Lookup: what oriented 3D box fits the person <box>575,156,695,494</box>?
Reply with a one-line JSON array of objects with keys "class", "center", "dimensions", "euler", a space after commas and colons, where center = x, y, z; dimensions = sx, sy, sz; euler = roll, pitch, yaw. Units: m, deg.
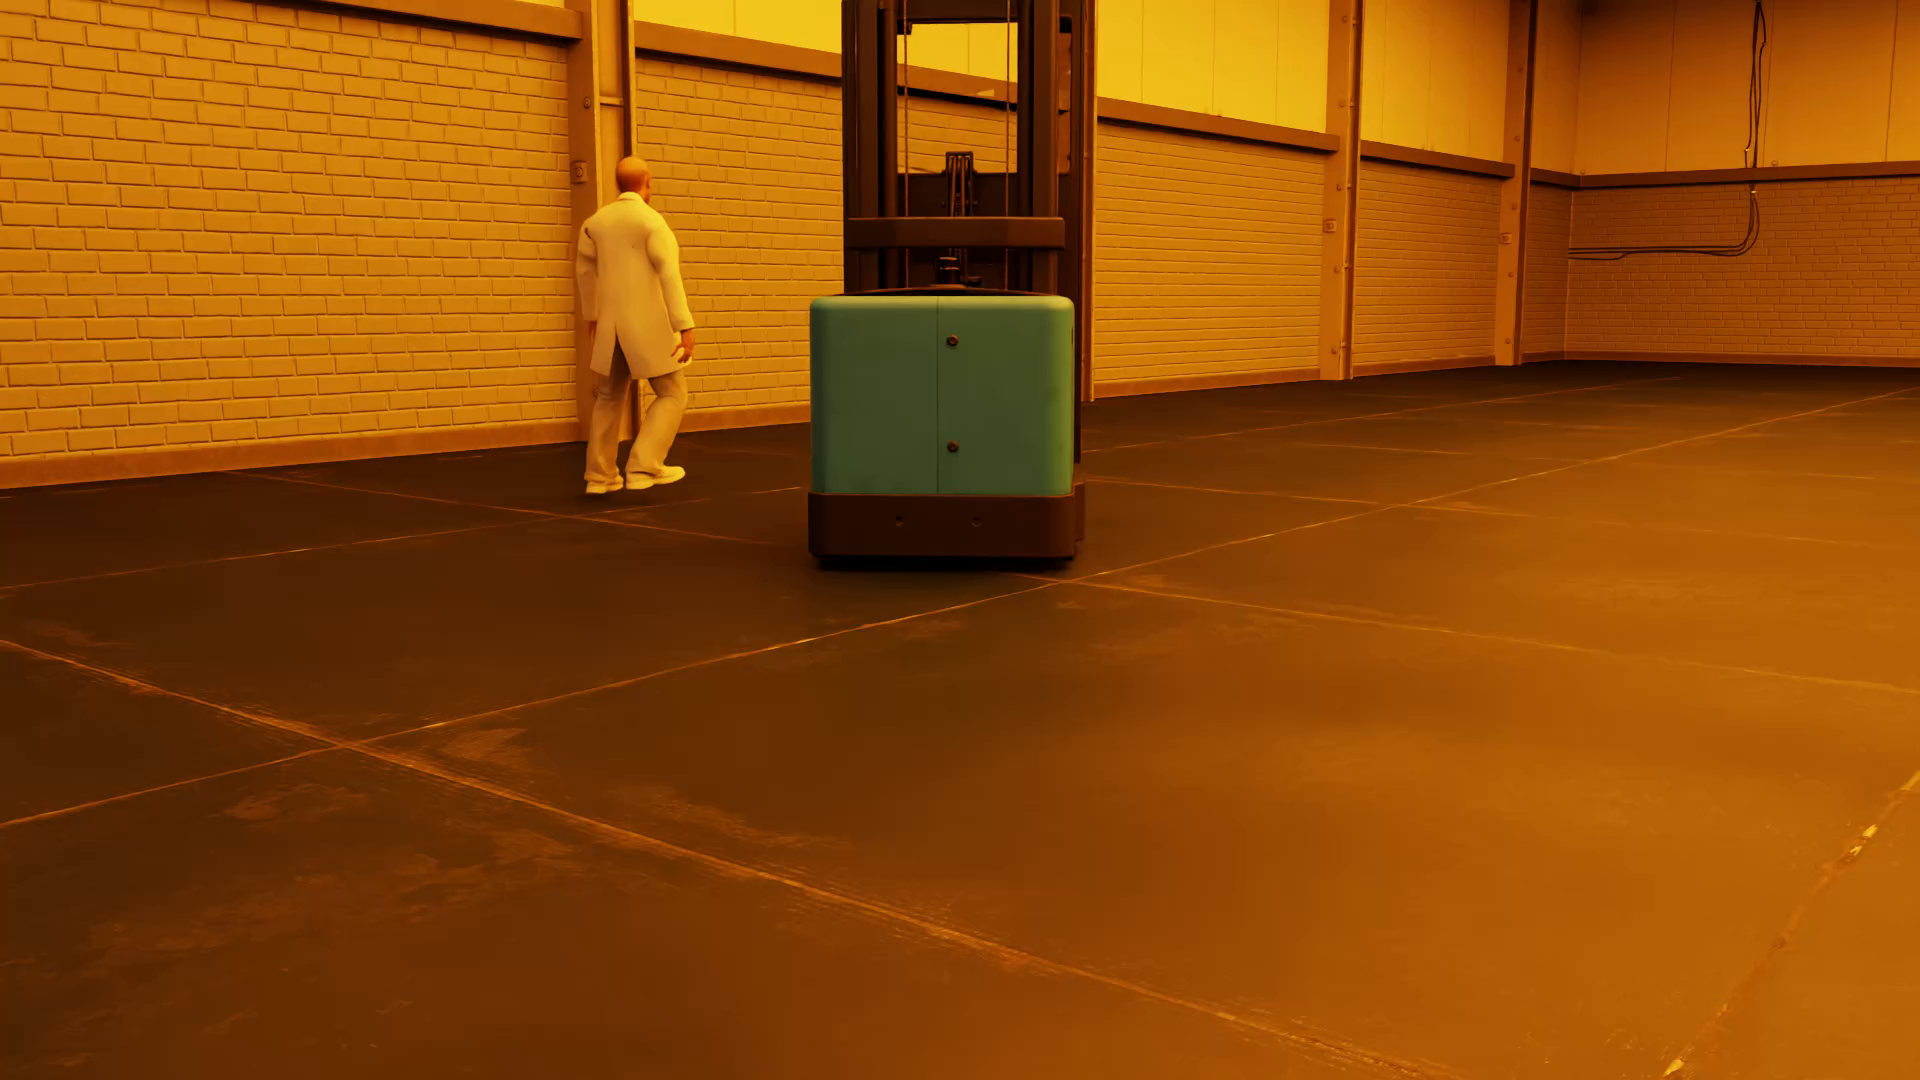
[{"class": "person", "center": [-1.686, -1.109, 8.724], "dimensions": [0.817, 1.763, 0.443], "euler": [5, 10, 30]}]

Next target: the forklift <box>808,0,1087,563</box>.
[{"class": "forklift", "center": [0.036, -1.534, 7.764], "dimensions": [1.130, 2.935, 3.031], "euler": [1, 8, 5]}]
